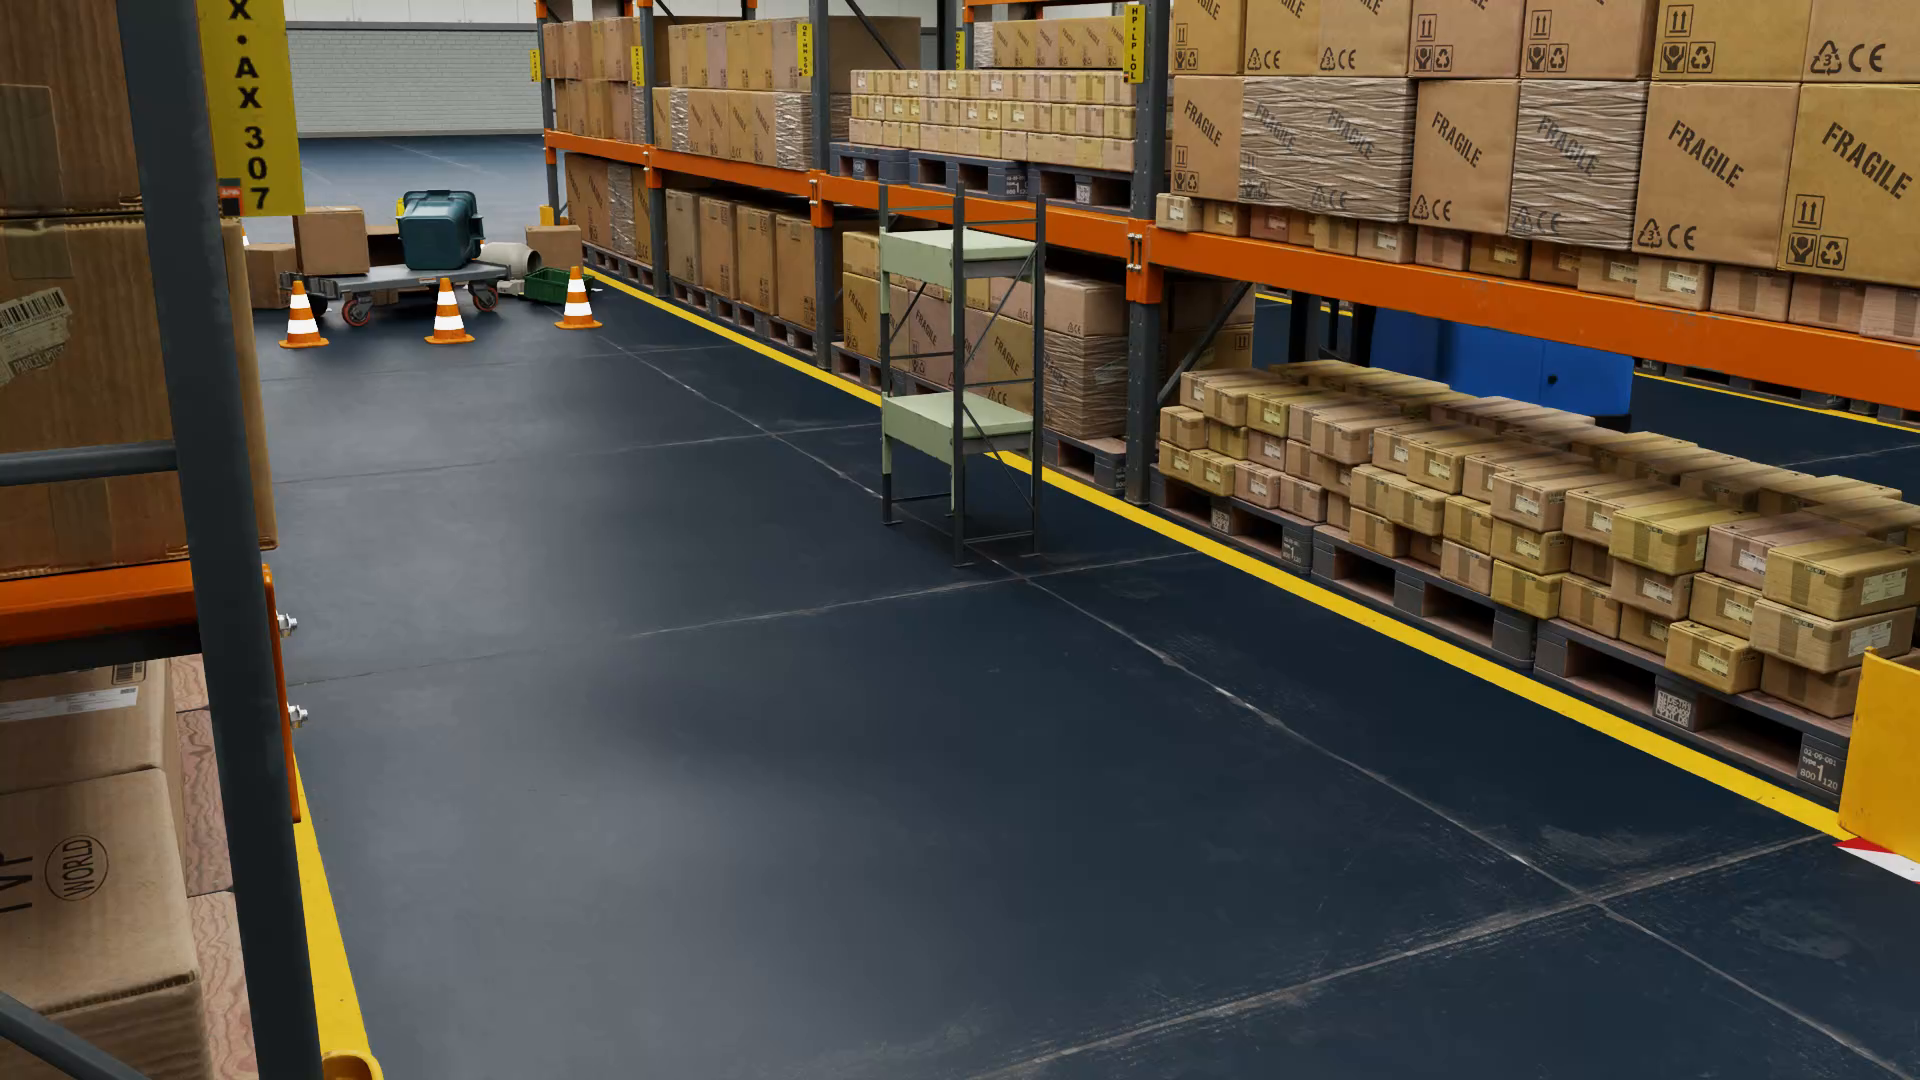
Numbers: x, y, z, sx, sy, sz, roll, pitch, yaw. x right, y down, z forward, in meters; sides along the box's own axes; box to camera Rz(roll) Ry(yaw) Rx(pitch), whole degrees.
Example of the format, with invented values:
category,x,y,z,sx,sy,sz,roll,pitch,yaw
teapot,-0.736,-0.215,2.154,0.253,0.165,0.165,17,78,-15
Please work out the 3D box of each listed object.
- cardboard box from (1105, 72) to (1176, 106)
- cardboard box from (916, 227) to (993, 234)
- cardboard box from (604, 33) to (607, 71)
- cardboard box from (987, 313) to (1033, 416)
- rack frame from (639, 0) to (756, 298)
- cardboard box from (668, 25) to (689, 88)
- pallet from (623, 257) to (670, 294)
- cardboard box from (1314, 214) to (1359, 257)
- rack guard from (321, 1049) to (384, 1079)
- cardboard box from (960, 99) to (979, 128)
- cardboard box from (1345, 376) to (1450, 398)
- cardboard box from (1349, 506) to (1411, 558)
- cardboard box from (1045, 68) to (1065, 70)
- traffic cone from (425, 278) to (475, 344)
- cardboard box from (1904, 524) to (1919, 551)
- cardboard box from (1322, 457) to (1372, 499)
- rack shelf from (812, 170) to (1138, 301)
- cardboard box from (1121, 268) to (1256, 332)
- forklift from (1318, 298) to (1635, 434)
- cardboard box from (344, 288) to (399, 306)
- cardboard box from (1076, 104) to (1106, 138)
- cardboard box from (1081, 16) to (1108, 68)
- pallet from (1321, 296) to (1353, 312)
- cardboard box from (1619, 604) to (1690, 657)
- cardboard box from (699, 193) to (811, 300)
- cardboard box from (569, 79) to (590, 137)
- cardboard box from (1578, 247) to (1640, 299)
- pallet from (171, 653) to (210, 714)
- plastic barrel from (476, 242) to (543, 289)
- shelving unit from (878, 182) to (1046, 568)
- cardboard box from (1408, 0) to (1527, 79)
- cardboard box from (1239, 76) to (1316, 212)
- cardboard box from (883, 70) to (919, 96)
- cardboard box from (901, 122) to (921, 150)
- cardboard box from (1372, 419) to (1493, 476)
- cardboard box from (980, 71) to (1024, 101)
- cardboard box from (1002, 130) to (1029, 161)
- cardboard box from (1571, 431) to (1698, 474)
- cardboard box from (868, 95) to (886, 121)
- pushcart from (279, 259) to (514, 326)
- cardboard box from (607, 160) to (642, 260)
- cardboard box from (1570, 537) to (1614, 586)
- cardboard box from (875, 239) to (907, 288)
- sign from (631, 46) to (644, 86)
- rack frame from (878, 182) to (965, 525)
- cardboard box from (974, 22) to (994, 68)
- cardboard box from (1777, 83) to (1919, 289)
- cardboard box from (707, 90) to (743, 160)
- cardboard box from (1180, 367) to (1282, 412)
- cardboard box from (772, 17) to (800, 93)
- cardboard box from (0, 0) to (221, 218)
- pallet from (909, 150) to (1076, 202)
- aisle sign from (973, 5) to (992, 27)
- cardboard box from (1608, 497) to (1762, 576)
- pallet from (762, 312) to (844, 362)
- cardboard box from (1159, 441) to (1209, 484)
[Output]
category,x,y,z,sx,sy,sz,roll,pitch,yaw
cardboard box,0.903,-2.112,7.789,0.380,0.149,0.250,-7,17,-22
cardboard box,0.037,-1.884,10.789,0.500,0.250,0.500,-8,18,-26
cardboard box,-2.839,-4.613,15.657,0.875,0.550,0.550,-8,18,-25
cardboard box,0.479,-0.950,8.894,0.500,0.500,0.500,-8,18,-26
rack frame,-2.250,-3.653,14.542,1.000,3.000,0.127,-8,18,-25
cardboard box,-2.027,-4.059,13.964,0.700,0.500,0.500,-8,18,-26
pallet,-2.513,-2.511,15.617,1.003,0.211,1.213,-8,18,-25
cardboard box,1.594,-1.185,6.399,0.380,0.149,0.250,-7,18,-24
rack guard,-1.388,1.153,2.326,1.175,0.500,0.348,-8,18,-25
cardboard box,0.221,-2.356,9.176,0.380,0.149,0.250,-7,17,-23
cardboard box,1.907,-0.611,7.269,0.380,0.149,0.250,-8,18,-25
cardboard box,1.730,-0.055,6.411,0.380,0.149,0.250,-8,18,-26
cardboard box,1.432,-4.906,18.190,0.875,0.500,0.500,-8,18,-25
traffic cone,-3.828,-1.721,12.409,0.336,0.463,0.334,-8,18,-25
cardboard box,3.083,0.034,5.023,0.380,0.149,0.250,-9,18,-27
cardboard box,1.671,-0.269,6.618,0.380,0.149,0.250,-7,17,-22
rack shelf,0.378,-1.819,9.457,1.077,0.370,4.000,-8,18,-25
cardboard box,1.168,-1.245,8.563,0.500,0.250,0.500,-9,18,-27
forklift,2.731,-2.136,9.381,1.130,2.935,3.031,-1,16,-5
cardboard box,-5.083,-2.177,14.355,0.396,0.266,0.258,7,17,23
cardboard box,0.786,-2.033,8.053,0.380,0.149,0.250,-8,18,-25
cardboard box,1.588,-5.101,17.055,0.500,0.500,0.500,-8,18,-25
pallet,3.664,-2.089,14.148,1.003,0.211,1.213,-8,18,-25
cardboard box,2.347,0.258,5.320,0.380,0.149,0.250,-8,18,-25
cardboard box,-1.478,-2.391,13.461,1.050,0.750,0.750,-8,18,-25
cardboard box,-3.406,-4.343,16.673,0.875,0.550,0.550,-8,18,-25
cardboard box,2.190,-0.859,5.263,0.380,0.149,0.250,-9,18,-27
pallet,-2.888,0.492,5.153,1.003,0.211,1.213,-8,18,-25
plastic barrel,-4.126,-2.511,15.232,0.512,0.421,0.421,4,16,13
shelving unit,-0.003,-0.723,7.050,0.431,1.500,0.755,-8,18,-25
cardboard box,1.890,-1.817,5.611,0.500,0.500,0.500,-8,18,-27
cardboard box,1.468,-1.585,6.616,0.500,0.500,0.500,-8,18,-25
cardboard box,-0.246,-2.763,10.055,0.380,0.149,0.250,-8,18,-25
cardboard box,-0.128,-2.407,9.894,0.380,0.149,0.250,-7,17,-22
cardboard box,1.808,-0.352,6.367,0.380,0.149,0.250,-8,18,-27
cardboard box,0.333,-2.436,8.916,0.380,0.149,0.250,-9,18,-27
cardboard box,0.444,-2.082,8.761,0.380,0.149,0.250,-9,18,-27
cardboard box,2.488,-0.290,6.151,0.380,0.149,0.250,-7,18,-24
cardboard box,-0.346,-2.674,10.286,0.380,0.149,0.250,-7,17,-22
pushcart,-4.628,-2.057,13.736,0.936,0.377,1.648,15,22,42
cardboard box,-2.861,-3.221,16.128,0.875,0.875,0.875,-8,18,-25
cardboard box,2.265,0.044,5.528,0.380,0.149,0.250,-8,18,-26
cardboard box,-0.191,-1.696,10.134,0.500,0.250,0.500,-8,18,-26
sign,-2.748,-4.040,14.177,0.100,0.325,0.005,-8,18,-25
rack frame,-0.163,-0.813,7.366,0.400,1.500,0.023,-8,18,-25
cardboard box,0.496,-5.721,19.217,0.500,0.500,0.500,-8,18,-25
cardboard box,2.579,-0.949,4.399,0.500,0.500,0.500,-7,18,-24
cardboard box,-1.601,-3.163,12.653,0.500,0.500,0.500,-7,18,-24
cardboard box,1.219,-0.676,7.498,0.380,0.149,0.250,-7,17,-23
cardboard box,-0.908,-3.428,11.763,0.700,0.500,0.500,-8,18,-26
cardboard box,-1.353,-0.736,2.385,0.500,0.500,0.500,-8,18,-26
pallet,0.406,-2.083,9.419,1.003,0.211,1.213,-8,18,-25
aisle sign,0.204,-6.448,19.568,0.394,0.787,0.004,-8,18,-25
cardboard box,2.261,-0.014,5.189,0.380,0.149,0.250,-8,18,-26
pallet,-0.776,-1.525,12.184,1.003,0.211,1.213,-8,18,-25
cardboard box,1.125,-0.372,7.515,0.380,0.149,0.250,-9,18,-27
